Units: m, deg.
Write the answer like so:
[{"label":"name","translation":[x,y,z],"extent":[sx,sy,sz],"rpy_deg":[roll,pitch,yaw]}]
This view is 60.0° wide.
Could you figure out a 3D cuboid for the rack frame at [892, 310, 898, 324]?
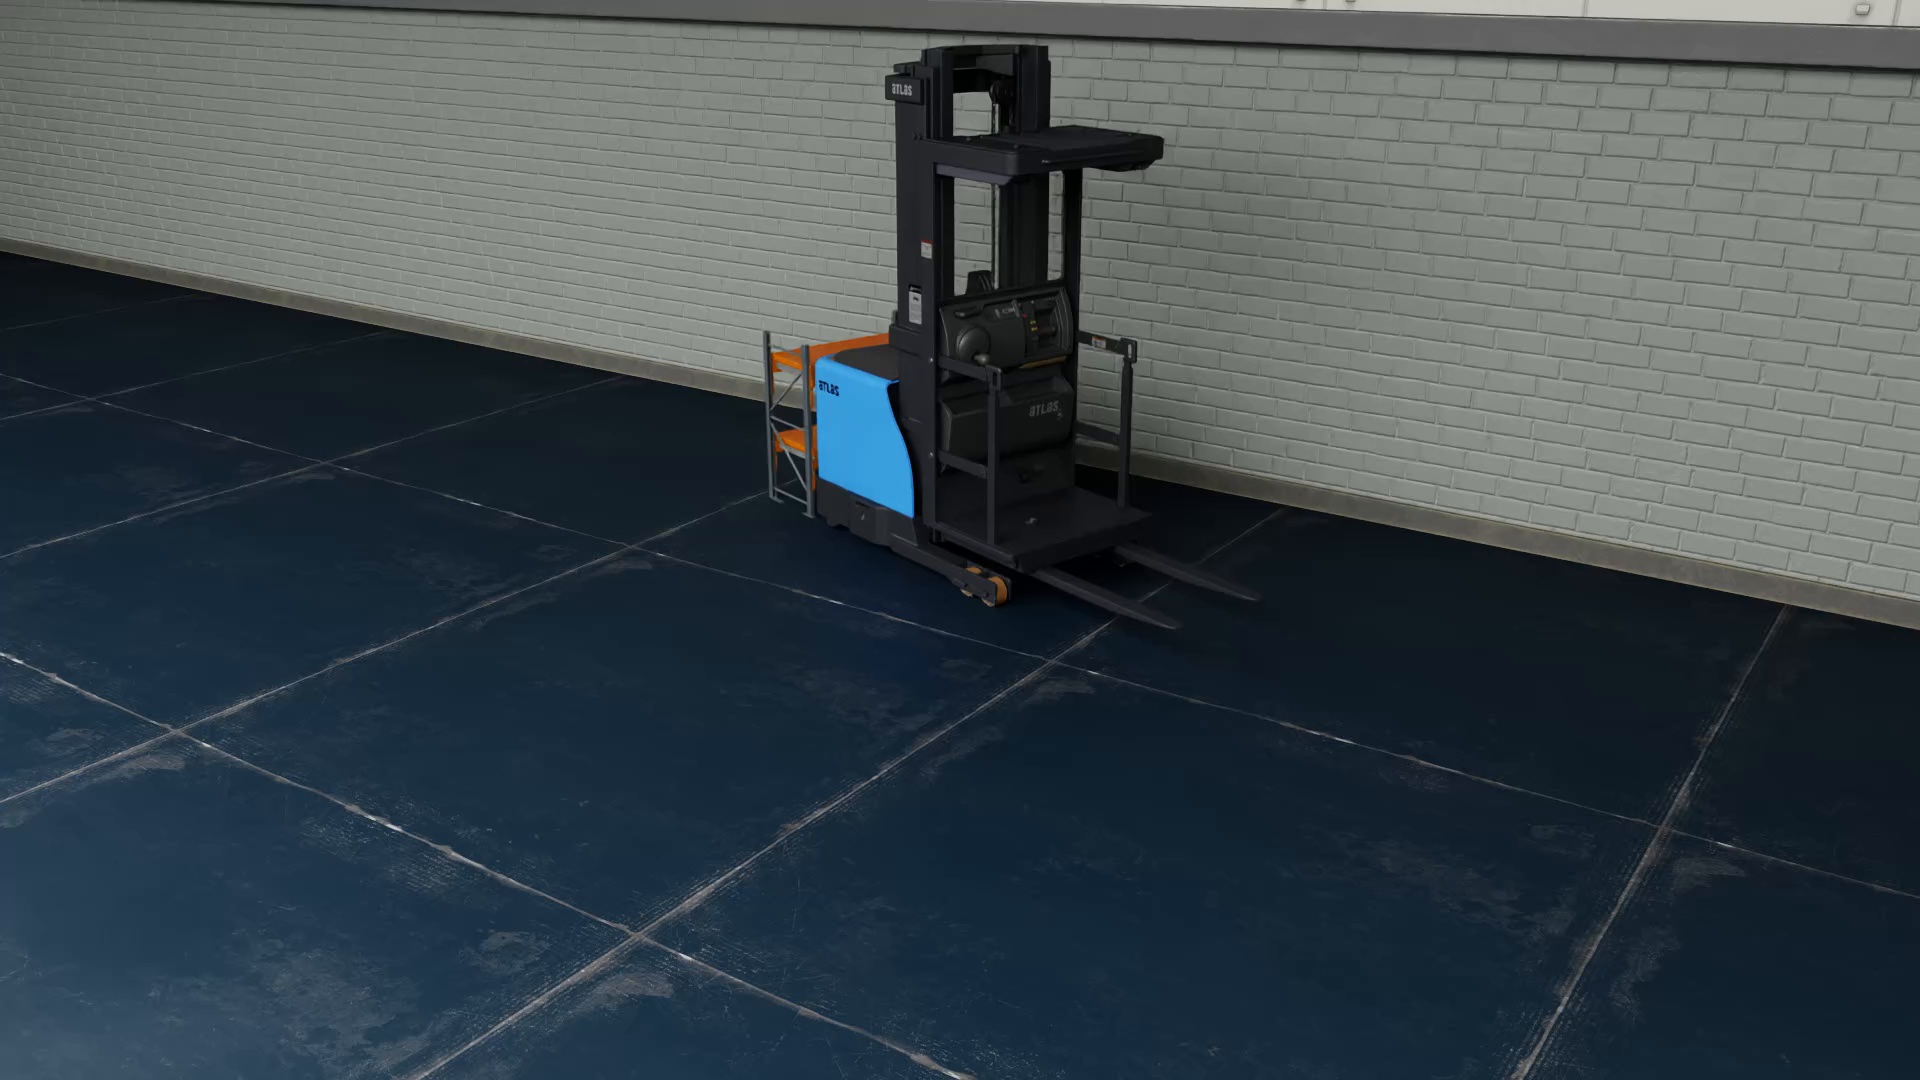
[{"label":"rack frame","translation":[-0.294,-0.957,11.231],"extent":[0.032,1.125,0.500],"rpy_deg":[-15,25,-35]}]

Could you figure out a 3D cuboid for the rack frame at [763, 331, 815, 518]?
[{"label":"rack frame","translation":[-1.096,-0.740,10.645],"extent":[0.032,1.125,0.500],"rpy_deg":[-15,25,-35]}]

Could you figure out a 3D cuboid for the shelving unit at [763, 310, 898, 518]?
[{"label":"shelving unit","translation":[-0.695,-0.849,10.938],"extent":[1.048,1.125,0.538],"rpy_deg":[-15,25,-35]}]

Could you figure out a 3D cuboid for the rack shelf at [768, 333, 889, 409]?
[{"label":"rack shelf","translation":[-0.695,-1.123,10.836],"extent":[1.000,0.278,0.538],"rpy_deg":[-15,25,-35]}]

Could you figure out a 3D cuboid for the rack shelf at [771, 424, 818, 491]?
[{"label":"rack shelf","translation":[-0.695,-0.619,11.023],"extent":[1.000,0.278,0.538],"rpy_deg":[-15,25,-35]}]

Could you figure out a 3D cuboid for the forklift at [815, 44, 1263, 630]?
[{"label":"forklift","translation":[0.403,-1.199,9.282],"extent":[1.130,2.935,3.031],"rpy_deg":[-15,25,-36]}]
